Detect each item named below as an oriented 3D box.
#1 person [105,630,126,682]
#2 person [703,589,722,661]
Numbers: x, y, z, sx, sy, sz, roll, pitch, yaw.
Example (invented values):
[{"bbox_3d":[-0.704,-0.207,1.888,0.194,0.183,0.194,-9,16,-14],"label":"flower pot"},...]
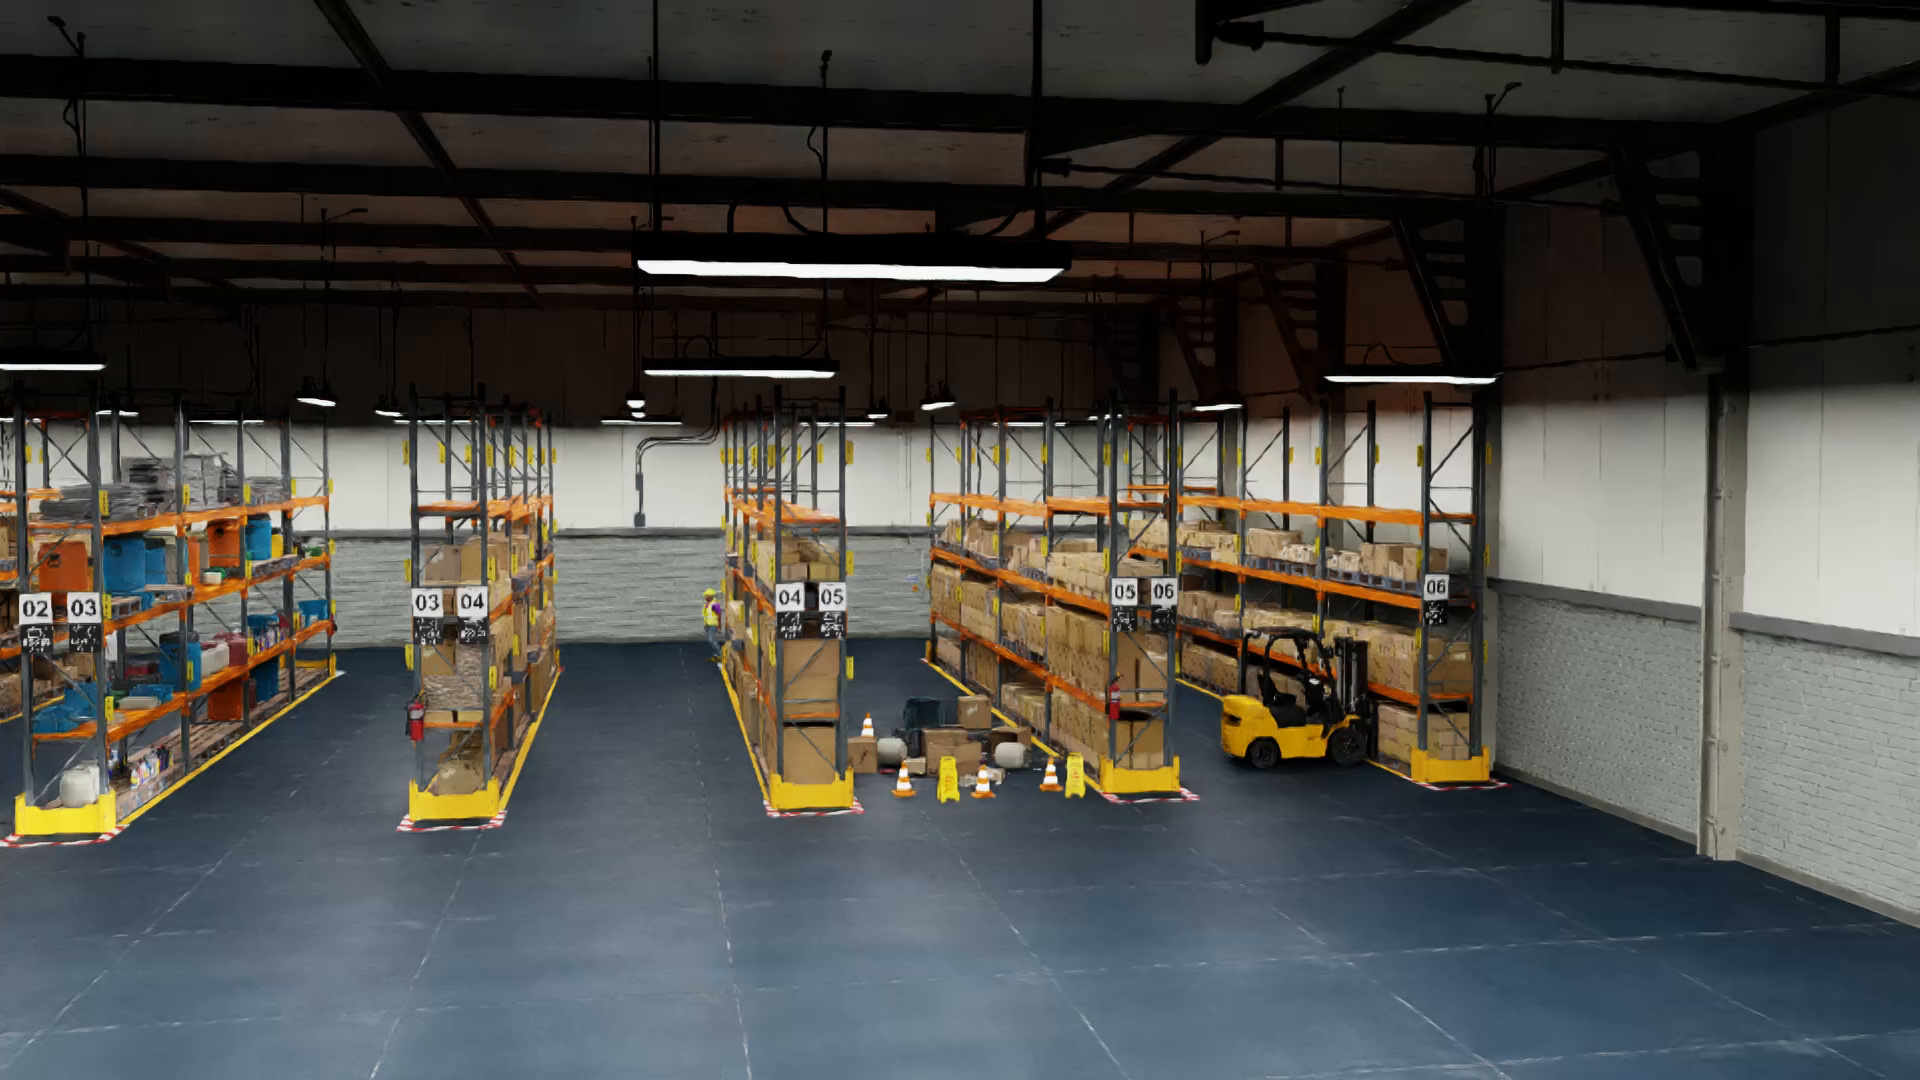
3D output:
[{"bbox_3d":[-17.412,2.417,34.135,0.591,1.716,1.042,-1,3,-12],"label":"person"},{"bbox_3d":[-6.024,2.060,40.483,0.387,1.759,0.646,-2,4,-39],"label":"person"}]
